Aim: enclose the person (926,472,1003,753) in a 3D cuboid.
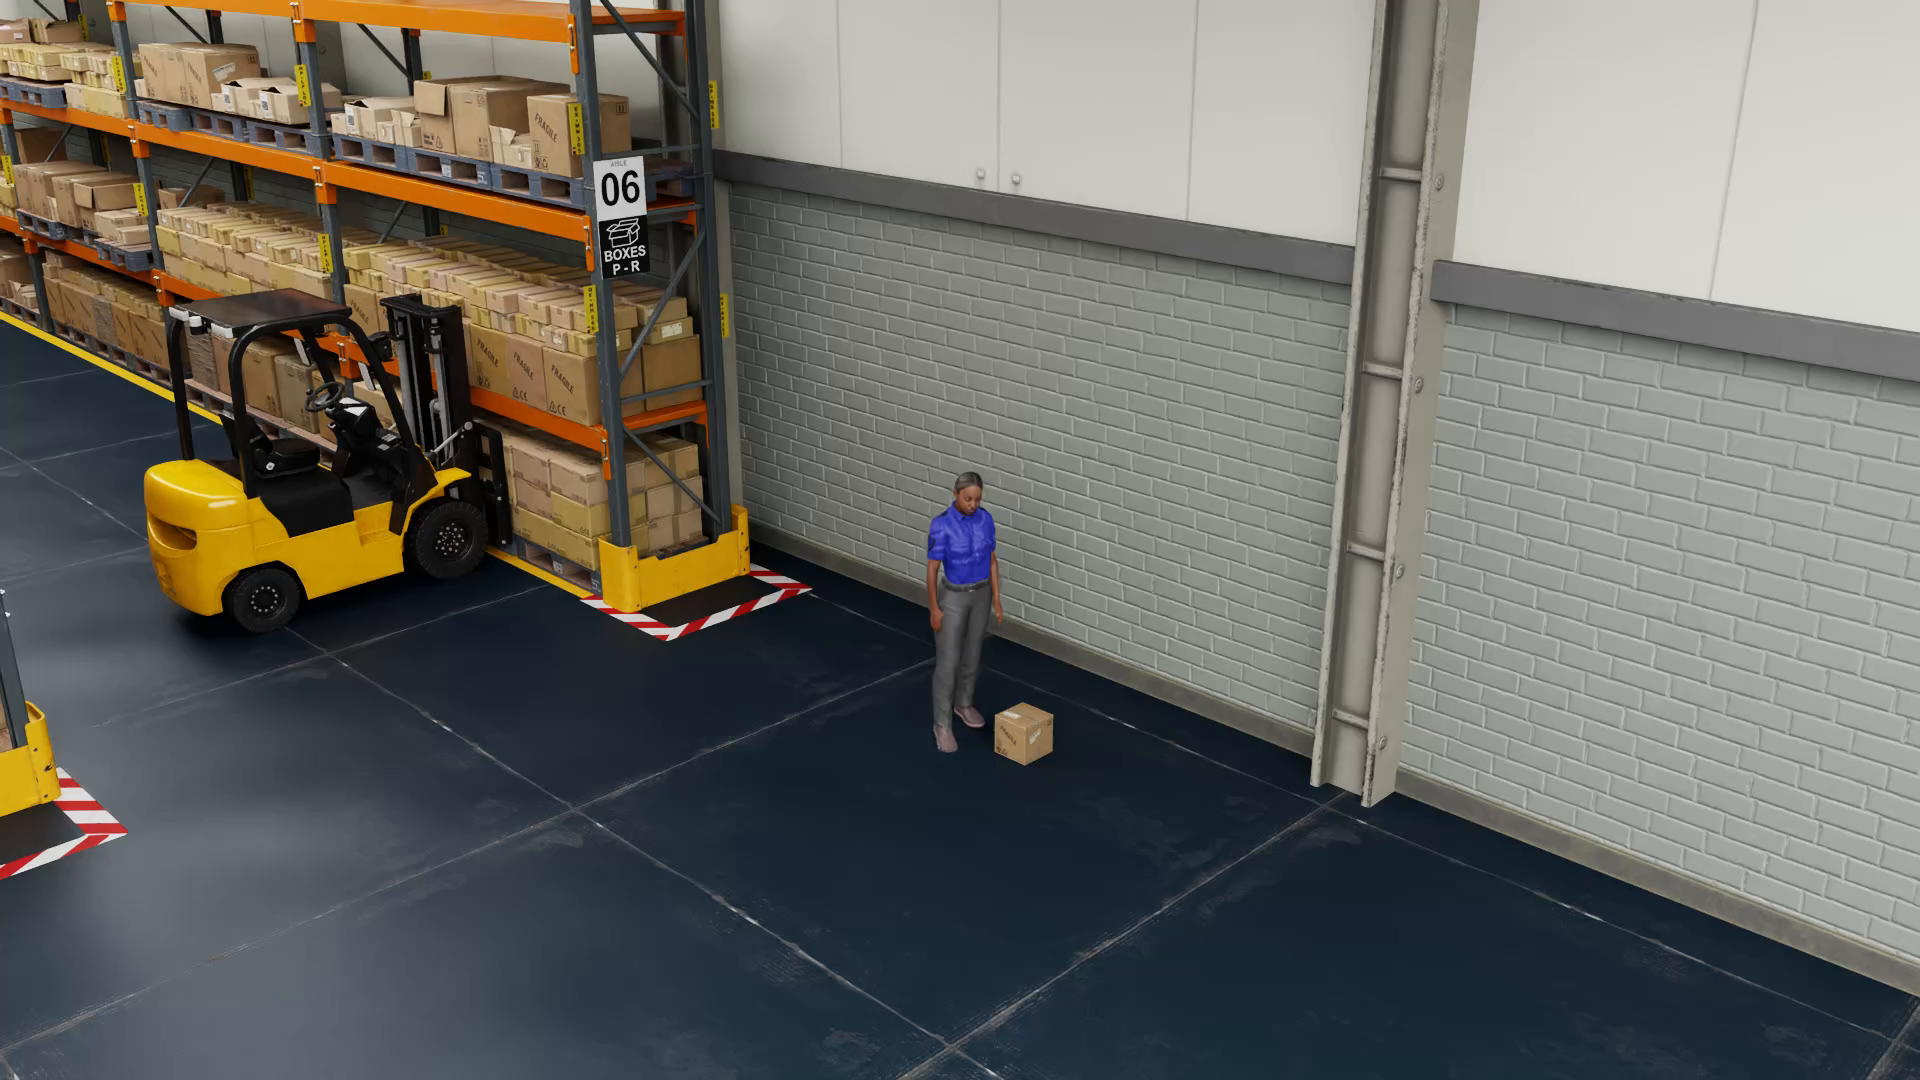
[{"bbox_3d":[0.020,0.418,10.019,0.510,1.712,0.445,-13,24,-30],"label":"person"}]
